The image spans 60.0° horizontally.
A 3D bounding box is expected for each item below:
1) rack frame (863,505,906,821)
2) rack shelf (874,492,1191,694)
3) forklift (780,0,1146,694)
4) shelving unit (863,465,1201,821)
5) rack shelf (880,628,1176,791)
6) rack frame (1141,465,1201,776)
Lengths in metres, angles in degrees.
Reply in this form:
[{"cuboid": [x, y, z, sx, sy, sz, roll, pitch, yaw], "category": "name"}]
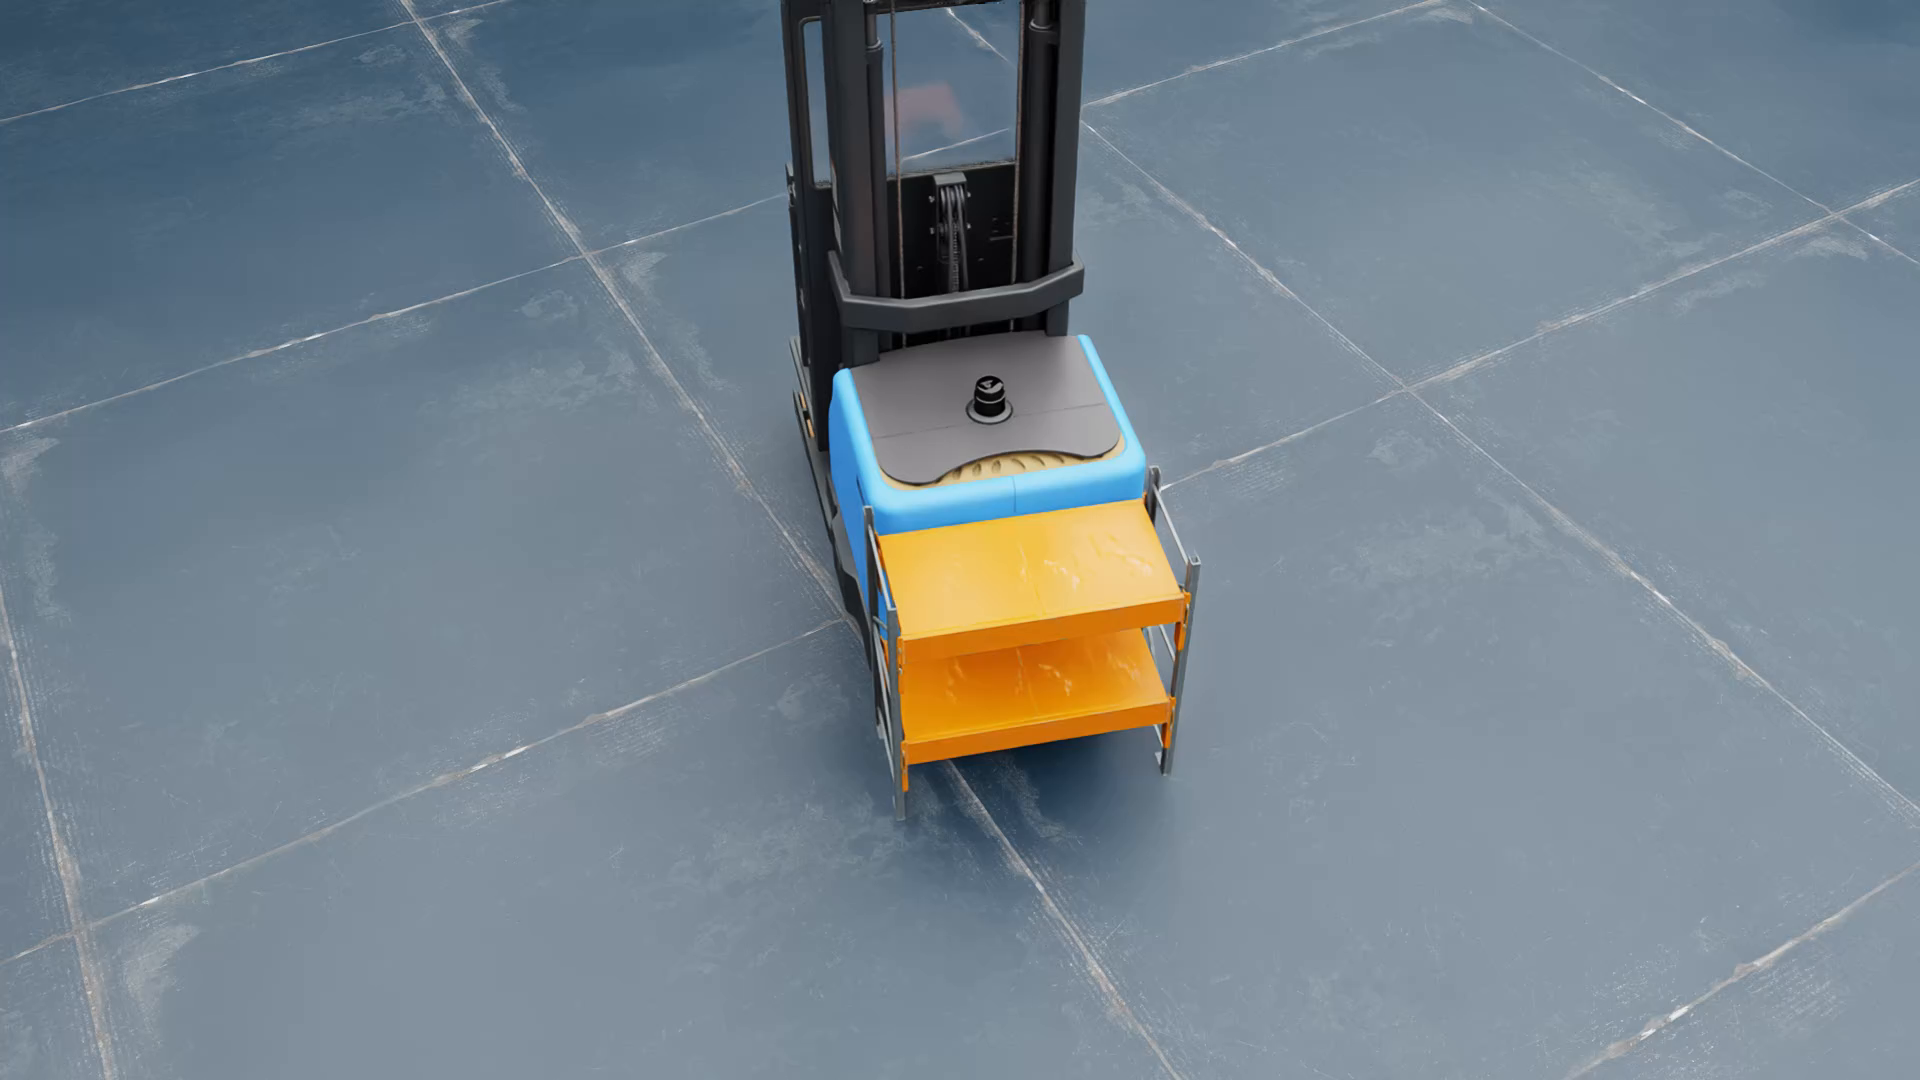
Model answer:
[{"cuboid": [-0.266, 0.458, 5.900, 0.032, 1.125, 0.500, -8, 45, -8], "category": "rack frame"}, {"cuboid": [0.232, 0.175, 5.771, 1.000, 0.278, 0.538, -8, 45, -8], "category": "rack shelf"}, {"cuboid": [-0.148, -1.491, 6.611, 1.130, 2.935, 3.031, -9, 45, -9], "category": "forklift"}, {"cuboid": [0.232, 0.385, 5.975, 1.048, 1.125, 0.538, -8, 45, -8], "category": "shelving unit"}, {"cuboid": [0.232, 0.561, 6.145, 1.000, 0.278, 0.538, -8, 45, -8], "category": "rack shelf"}, {"cuboid": [0.729, 0.313, 6.049, 0.032, 1.125, 0.500, -8, 45, -8], "category": "rack frame"}]
